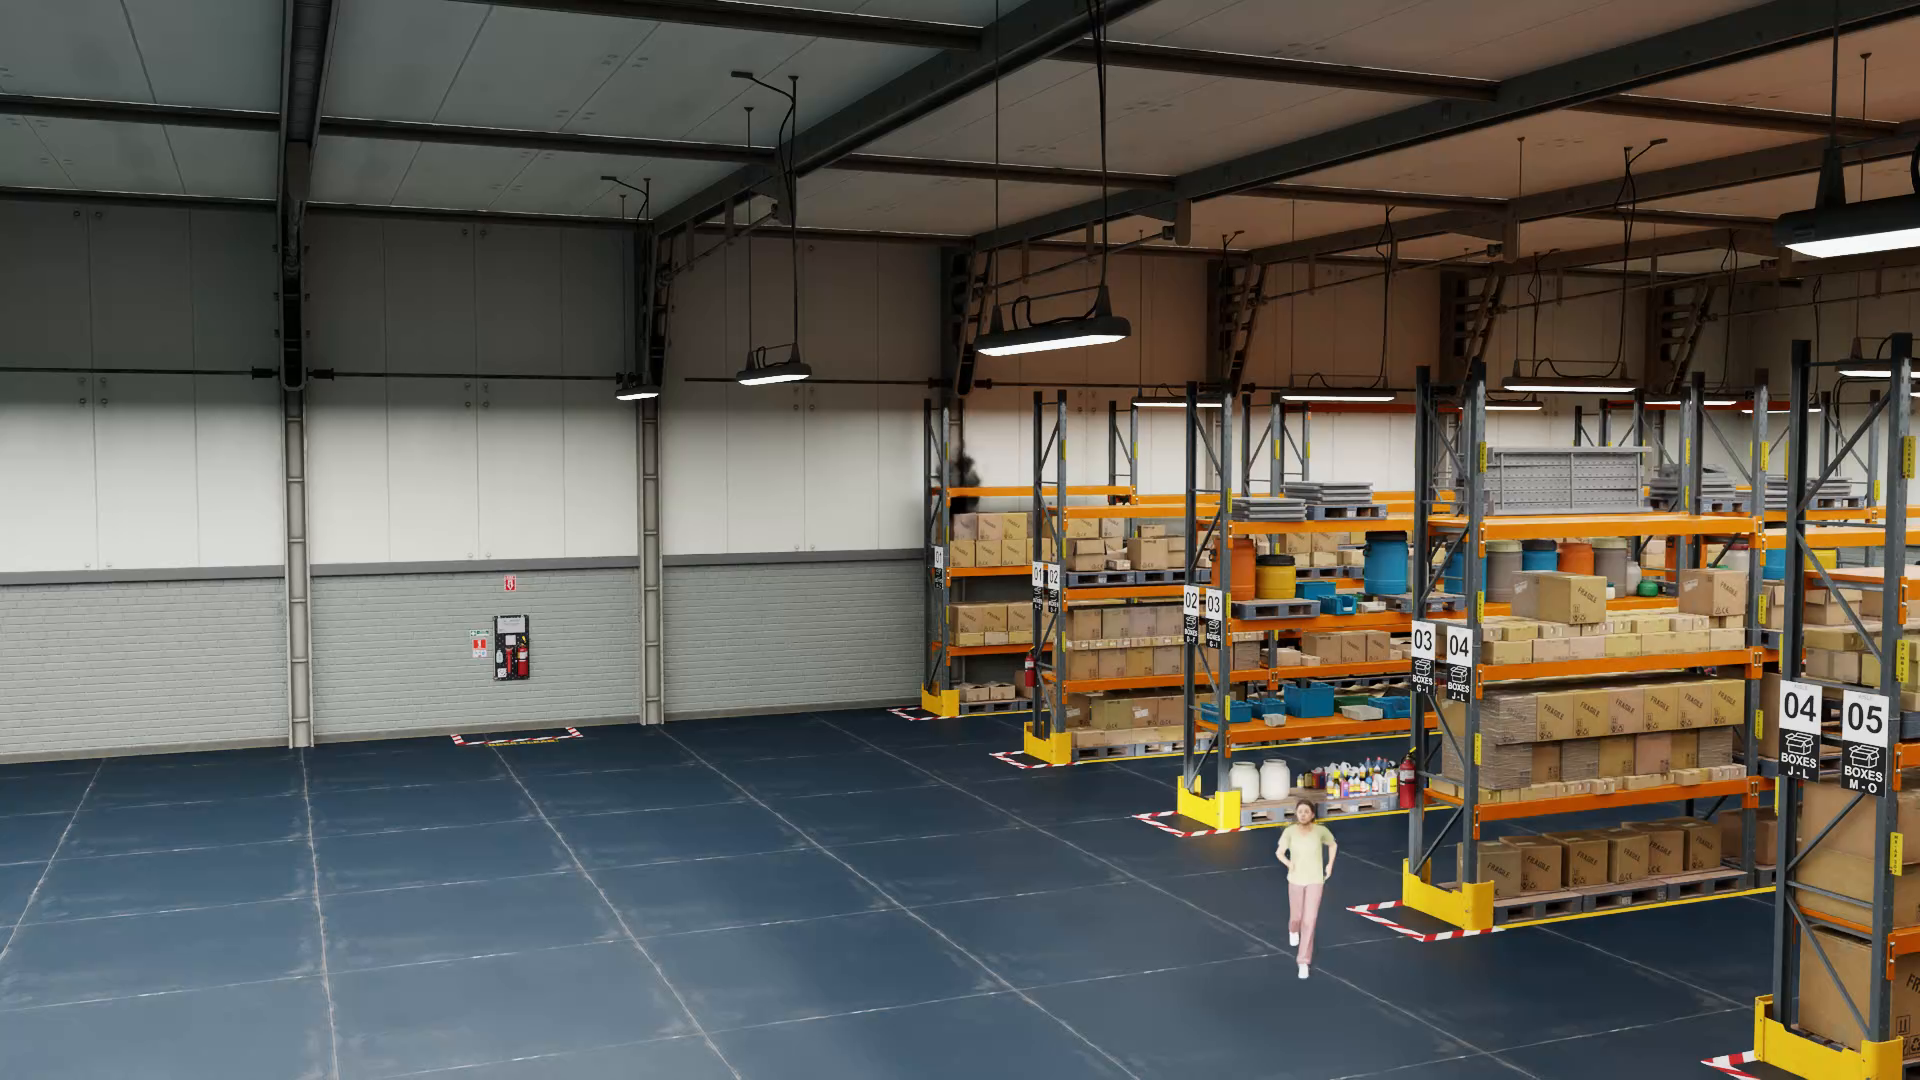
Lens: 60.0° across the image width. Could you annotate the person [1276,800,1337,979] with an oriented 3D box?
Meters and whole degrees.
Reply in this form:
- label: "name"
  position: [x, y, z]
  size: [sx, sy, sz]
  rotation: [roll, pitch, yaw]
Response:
- label: "person"
  position: [3.411, 3.374, 16.388]
  size: [0.586, 1.671, 0.919]
  rotation: [1, 3, 15]
